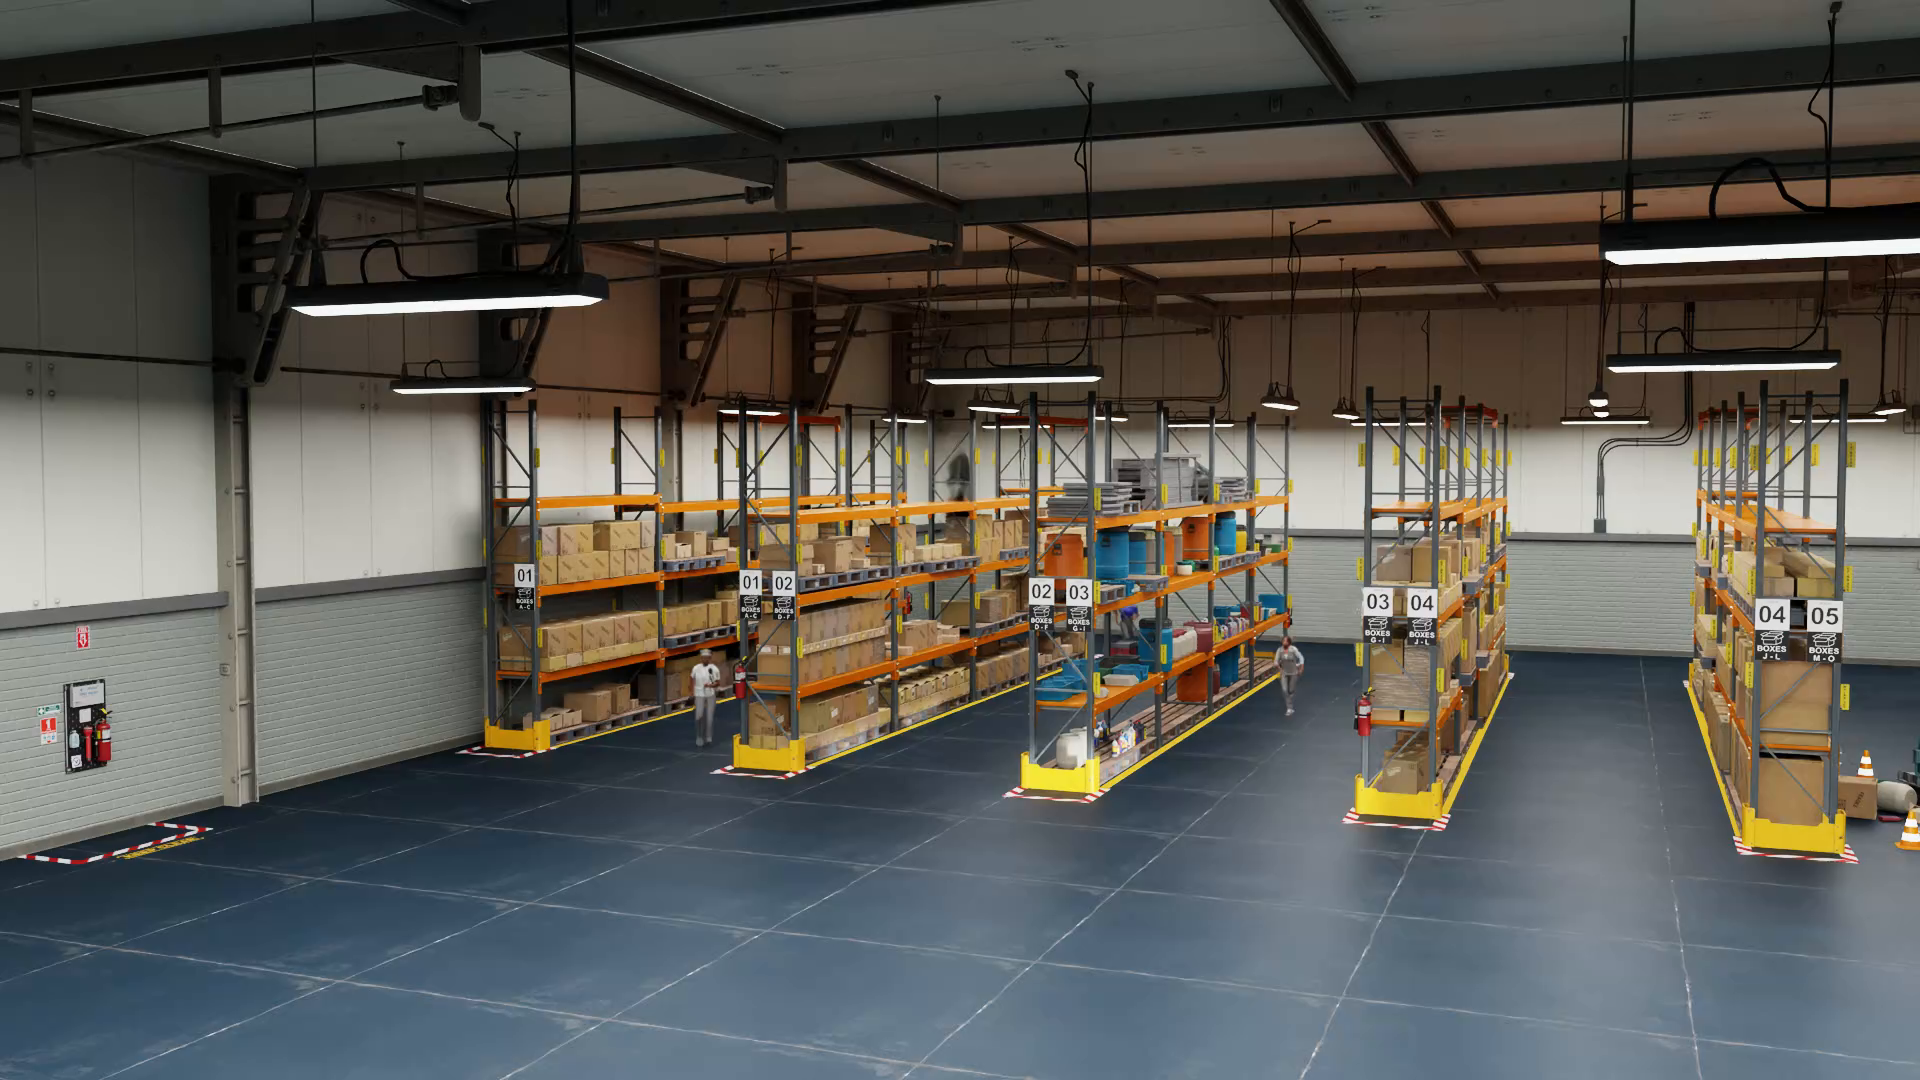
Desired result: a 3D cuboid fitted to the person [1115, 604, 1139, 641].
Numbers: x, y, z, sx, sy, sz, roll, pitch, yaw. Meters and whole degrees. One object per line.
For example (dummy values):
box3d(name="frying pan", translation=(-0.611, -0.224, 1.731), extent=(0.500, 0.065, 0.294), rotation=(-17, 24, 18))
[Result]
box3d(name="person", translation=(4.179, 2.135, 41.587), extent=(0.599, 1.655, 0.975), rotation=(0, 3, -4))

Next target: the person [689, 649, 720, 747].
box3d(name="person", translation=(-4.429, 2.737, 28.843), extent=(0.549, 1.711, 0.681), rotation=(0, 3, -7))

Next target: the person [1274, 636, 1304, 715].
box3d(name="person", translation=(6.444, 2.641, 32.588), extent=(0.575, 1.557, 0.653), rotation=(1, 3, 19))

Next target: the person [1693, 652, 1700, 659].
box3d(name="person", translation=(16.764, 2.379, 37.400), extent=(0.512, 1.564, 0.644), rotation=(1, 3, 24))
